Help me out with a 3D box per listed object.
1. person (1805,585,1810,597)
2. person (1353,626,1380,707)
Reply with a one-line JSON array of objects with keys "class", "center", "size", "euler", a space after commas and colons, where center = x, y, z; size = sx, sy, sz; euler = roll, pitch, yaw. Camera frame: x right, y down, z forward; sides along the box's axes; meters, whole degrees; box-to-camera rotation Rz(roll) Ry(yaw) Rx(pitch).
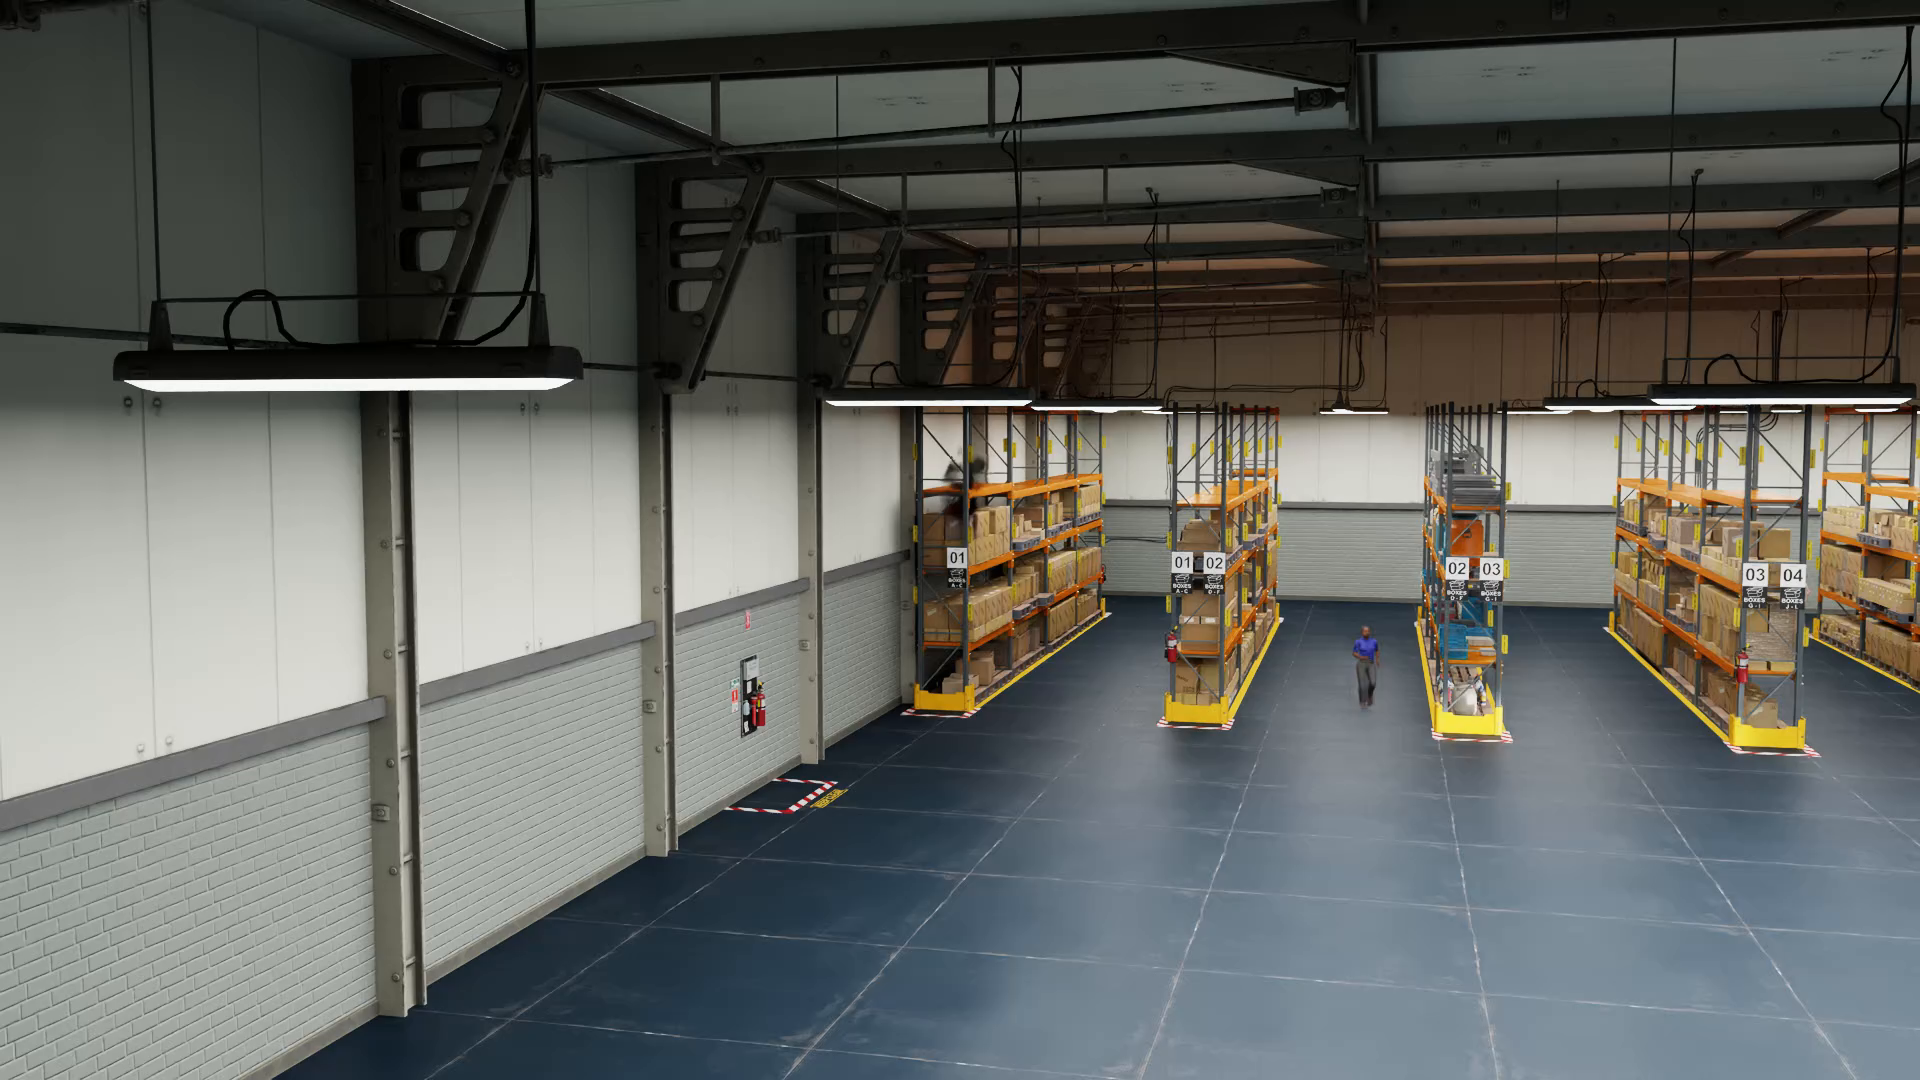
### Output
[{"class": "person", "center": [22.119, 1.668, 44.072], "size": [0.720, 1.664, 0.613], "euler": [-1, 4, -12]}, {"class": "person", "center": [7.992, 2.496, 32.632], "size": [0.556, 1.619, 0.603], "euler": [0, 4, 3]}]
